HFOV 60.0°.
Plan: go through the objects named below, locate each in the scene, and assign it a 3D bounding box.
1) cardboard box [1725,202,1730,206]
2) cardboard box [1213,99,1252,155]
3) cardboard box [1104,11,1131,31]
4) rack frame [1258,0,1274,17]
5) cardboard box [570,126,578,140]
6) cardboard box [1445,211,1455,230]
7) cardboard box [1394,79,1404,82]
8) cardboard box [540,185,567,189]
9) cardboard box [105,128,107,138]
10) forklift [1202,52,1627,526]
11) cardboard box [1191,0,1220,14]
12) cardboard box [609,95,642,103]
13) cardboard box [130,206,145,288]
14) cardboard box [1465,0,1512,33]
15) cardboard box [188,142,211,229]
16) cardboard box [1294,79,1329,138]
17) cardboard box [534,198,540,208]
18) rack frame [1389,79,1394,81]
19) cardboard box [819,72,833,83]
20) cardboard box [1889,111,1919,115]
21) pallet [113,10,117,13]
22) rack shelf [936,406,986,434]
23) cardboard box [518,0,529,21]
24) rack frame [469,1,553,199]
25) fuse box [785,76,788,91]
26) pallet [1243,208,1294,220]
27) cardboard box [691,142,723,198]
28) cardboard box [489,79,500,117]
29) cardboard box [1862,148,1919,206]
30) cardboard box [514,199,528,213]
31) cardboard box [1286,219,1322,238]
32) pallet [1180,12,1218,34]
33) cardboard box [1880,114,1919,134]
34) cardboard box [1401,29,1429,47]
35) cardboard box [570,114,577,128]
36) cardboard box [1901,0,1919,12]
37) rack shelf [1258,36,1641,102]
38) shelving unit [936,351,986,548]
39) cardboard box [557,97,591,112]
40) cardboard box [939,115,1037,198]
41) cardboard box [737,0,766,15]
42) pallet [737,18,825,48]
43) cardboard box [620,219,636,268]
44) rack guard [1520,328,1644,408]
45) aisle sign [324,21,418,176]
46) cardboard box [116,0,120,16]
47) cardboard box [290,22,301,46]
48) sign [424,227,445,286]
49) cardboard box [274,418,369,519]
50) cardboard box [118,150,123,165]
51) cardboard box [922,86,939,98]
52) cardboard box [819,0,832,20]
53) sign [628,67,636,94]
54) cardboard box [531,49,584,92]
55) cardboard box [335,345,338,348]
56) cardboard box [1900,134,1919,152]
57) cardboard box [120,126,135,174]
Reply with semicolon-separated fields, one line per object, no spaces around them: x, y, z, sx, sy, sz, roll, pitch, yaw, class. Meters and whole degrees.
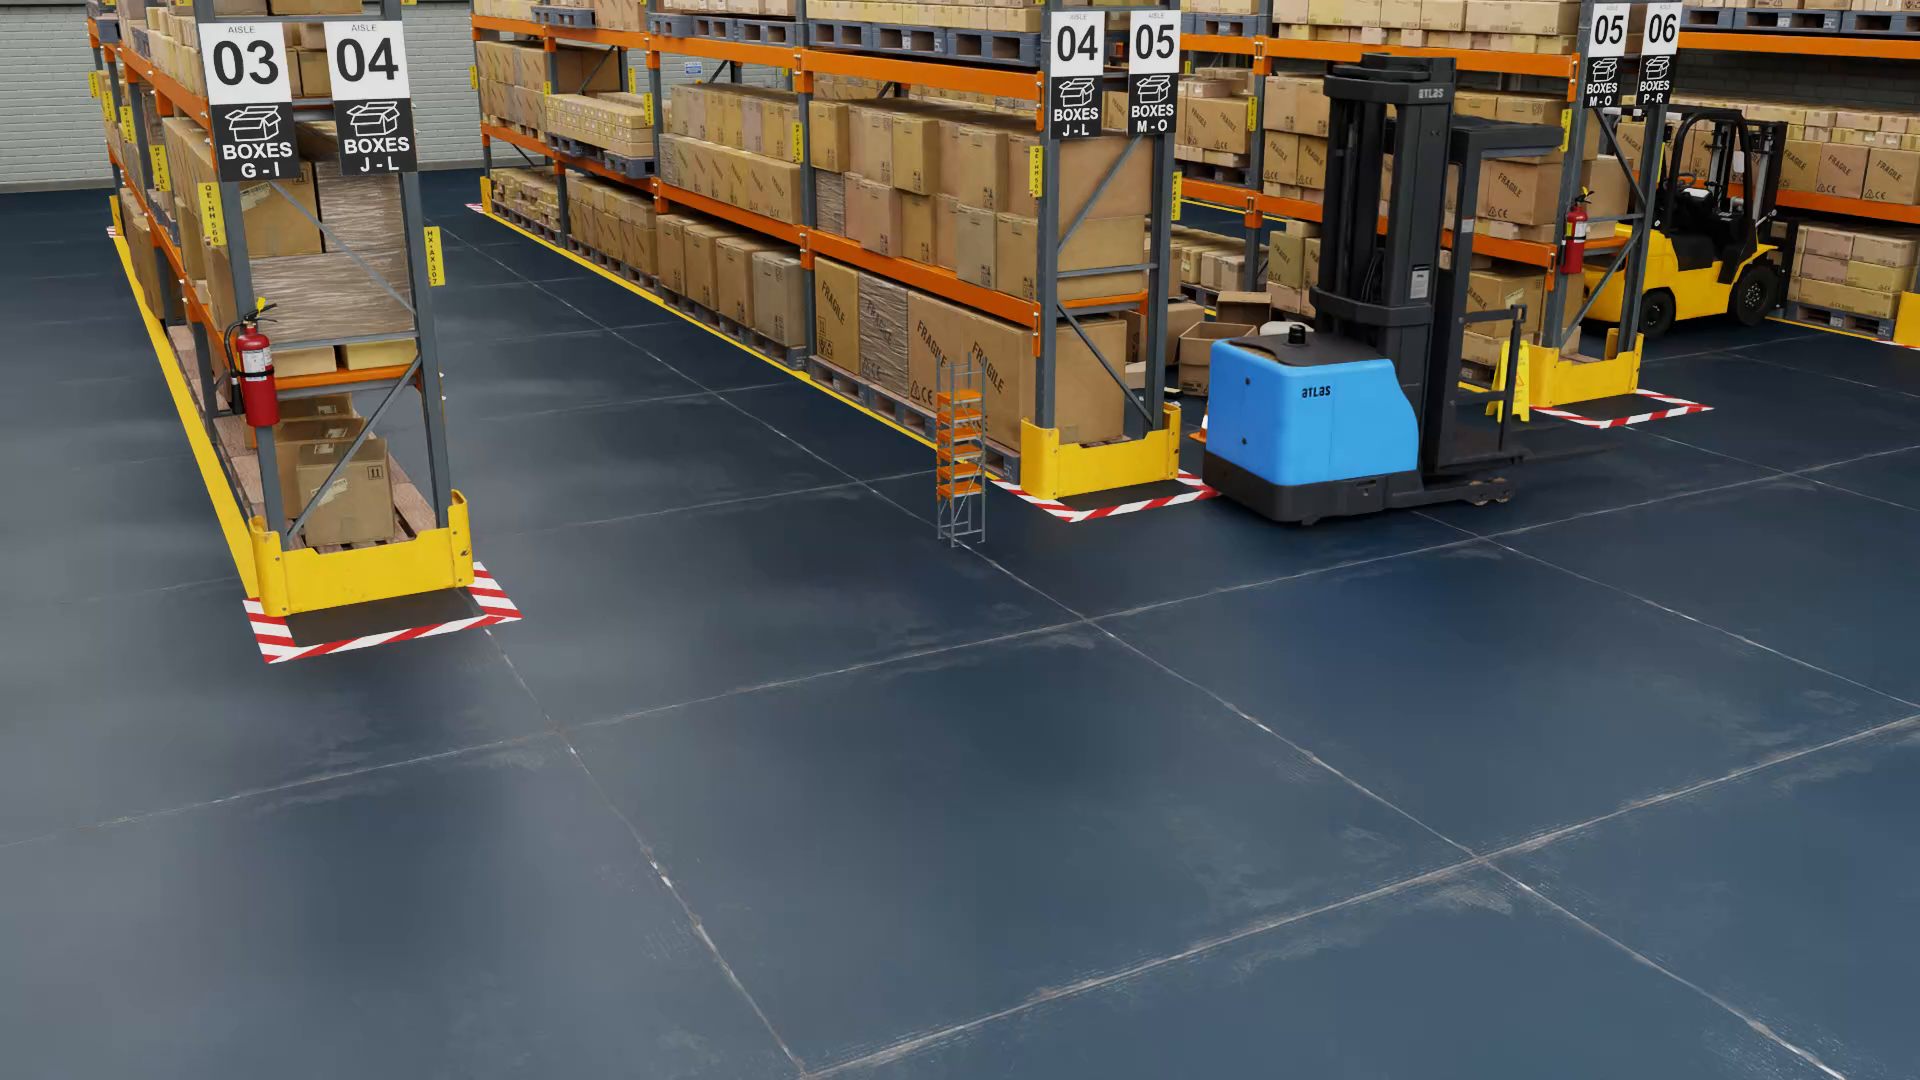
8.418;-3.664;18.690;0.500;0.250;0.500;-10;22;-27;cardboard box
2.972;-4.261;17.127;0.500;0.500;0.500;-10;22;-28;cardboard box
1.104;-3.526;11.242;0.380;0.149;0.250;-10;21;-26;cardboard box
3.394;-6.613;16.001;1.000;3.000;0.127;-10;21;-27;rack frame
-4.440;-4.877;19.908;0.380;0.149;0.250;-11;22;-29;cardboard box
4.458;-2.786;14.492;0.380;0.149;0.250;-10;21;-26;cardboard box
5.754;-6.113;22.952;0.500;0.500;0.500;-9;21;-24;cardboard box
-5.447;-4.696;22.457;0.380;0.149;0.250;-9;21;-25;cardboard box
-11.148;-5.415;22.111;0.380;0.149;0.250;-10;21;-26;cardboard box
3.255;-1.768;11.263;3.031;2.935;1.130;-8;20;-21;forklift
2.753;-5.614;17.290;0.500;0.250;0.500;-10;21;-26;cardboard box
-4.102;-5.403;20.519;0.380;0.149;0.250;-11;22;-28;cardboard box
-7.953;-3.043;17.465;1.225;0.875;0.875;-10;21;-26;cardboard box
4.587;-4.369;13.868;0.500;0.250;0.500;-10;22;-27;cardboard box
-4.385;-2.161;10.152;0.500;0.500;0.500;-10;21;-27;cardboard box
3.635;-4.128;15.853;0.700;0.500;0.500;-10;21;-26;cardboard box
-5.596;-4.618;22.686;0.380;0.149;0.250;-9;21;-25;cardboard box
5.861;-5.695;22.538;1.000;3.000;0.127;-10;21;-27;rack frame
-1.825;-7.266;25.404;0.500;0.500;0.500;-10;21;-27;cardboard box
9.456;-4.177;16.534;0.380;0.149;0.250;-10;21;-26;cardboard box
-8.648;-5.611;17.988;0.805;0.209;1.217;-11;22;-29;pallet
0.007;-0.748;10.360;0.258;0.103;0.180;-10;21;-27;rack shelf
-5.411;-6.869;21.571;0.500;0.250;0.500;-10;21;-27;cardboard box
-6.613;-6.426;24.656;1.000;3.000;0.127;-10;21;-27;rack frame
-3.085;-8.512;32.675;0.539;1.711;0.414;-10;21;-27;fuse box
4.964;-4.947;24.645;1.003;0.211;1.213;-10;21;-27;pallet
-2.355;-3.716;16.648;0.500;0.500;0.500;-10;21;-27;cardboard box
-6.366;-6.293;23.660;0.500;0.500;0.500;-10;21;-27;cardboard box
9.195;-3.547;16.158;0.500;0.500;0.500;-11;22;-28;cardboard box
-6.054;-4.711;23.411;0.380;0.149;0.250;-11;22;-29;cardboard box
3.443;-3.081;16.388;0.380;0.149;0.250;-10;21;-26;cardboard box
2.699;-5.597;17.943;1.213;0.211;1.003;-10;21;-27;pallet
9.160;-4.030;16.107;0.380;0.149;0.250;-10;21;-27;cardboard box
4.109;-4.421;14.632;0.380;0.149;0.250;-10;22;-27;cardboard box
-4.429;-5.014;19.850;0.380;0.149;0.250;-9;21;-24;cardboard box
9.235;-5.199;15.551;0.500;0.500;0.500;-9;21;-25;cardboard box
4.343;-4.281;14.944;1.077;0.370;4.000;-10;21;-27;rack shelf
0.007;-0.563;10.424;0.258;1.200;0.189;-10;21;-27;shelving unit
-4.674;-5.302;20.226;0.380;0.149;0.250;-10;21;-26;cardboard box
0.354;-2.852;12.414;0.875;0.550;0.550;-10;21;-27;cardboard box
-1.695;-4.895;15.052;0.500;0.250;0.500;-10;21;-27;cardboard box
-1.393;-4.565;14.956;0.805;0.209;1.217;-11;22;-29;pallet
-3.600;-3.445;19.204;0.500;0.500;0.500;-9;21;-24;cardboard box
5.257;-1.469;14.123;1.175;0.500;0.348;-10;21;-27;rack guard
-3.135;-2.352;8.862;0.394;0.787;0.004;-10;21;-27;aisle sign
-7.230;-4.917;14.765;0.500;0.500;0.500;-10;21;-26;cardboard box
-3.622;-2.887;9.420;0.380;0.149;0.250;-10;22;-28;cardboard box
-2.951;-1.587;9.306;0.100;0.325;0.005;-10;21;-27;sign
-4.024;-0.459;10.551;0.500;0.500;0.500;-4;20;-12;cardboard box
-9.560;-4.457;19.334;0.380;0.149;0.250;-10;21;-26;cardboard box
-0.183;-6.281;22.549;0.500;0.500;0.500;-10;21;-27;cardboard box
-0.916;-4.295;13.470;0.380;0.149;0.250;-10;21;-26;cardboard box
-4.227;-5.912;21.392;0.100;0.325;0.005;-10;21;-27;sign
-5.175;-6.032;21.370;0.500;0.500;0.500;-11;22;-29;cardboard box
-3.561;-1.243;10.020;0.380;0.149;0.250;-10;21;-27;cardboard box
9.248;-3.809;15.923;0.380;0.149;0.250;-10;21;-26;cardboard box
-8.889;-4.271;18.257;0.500;0.500;0.500;-10;21;-27;cardboard box
